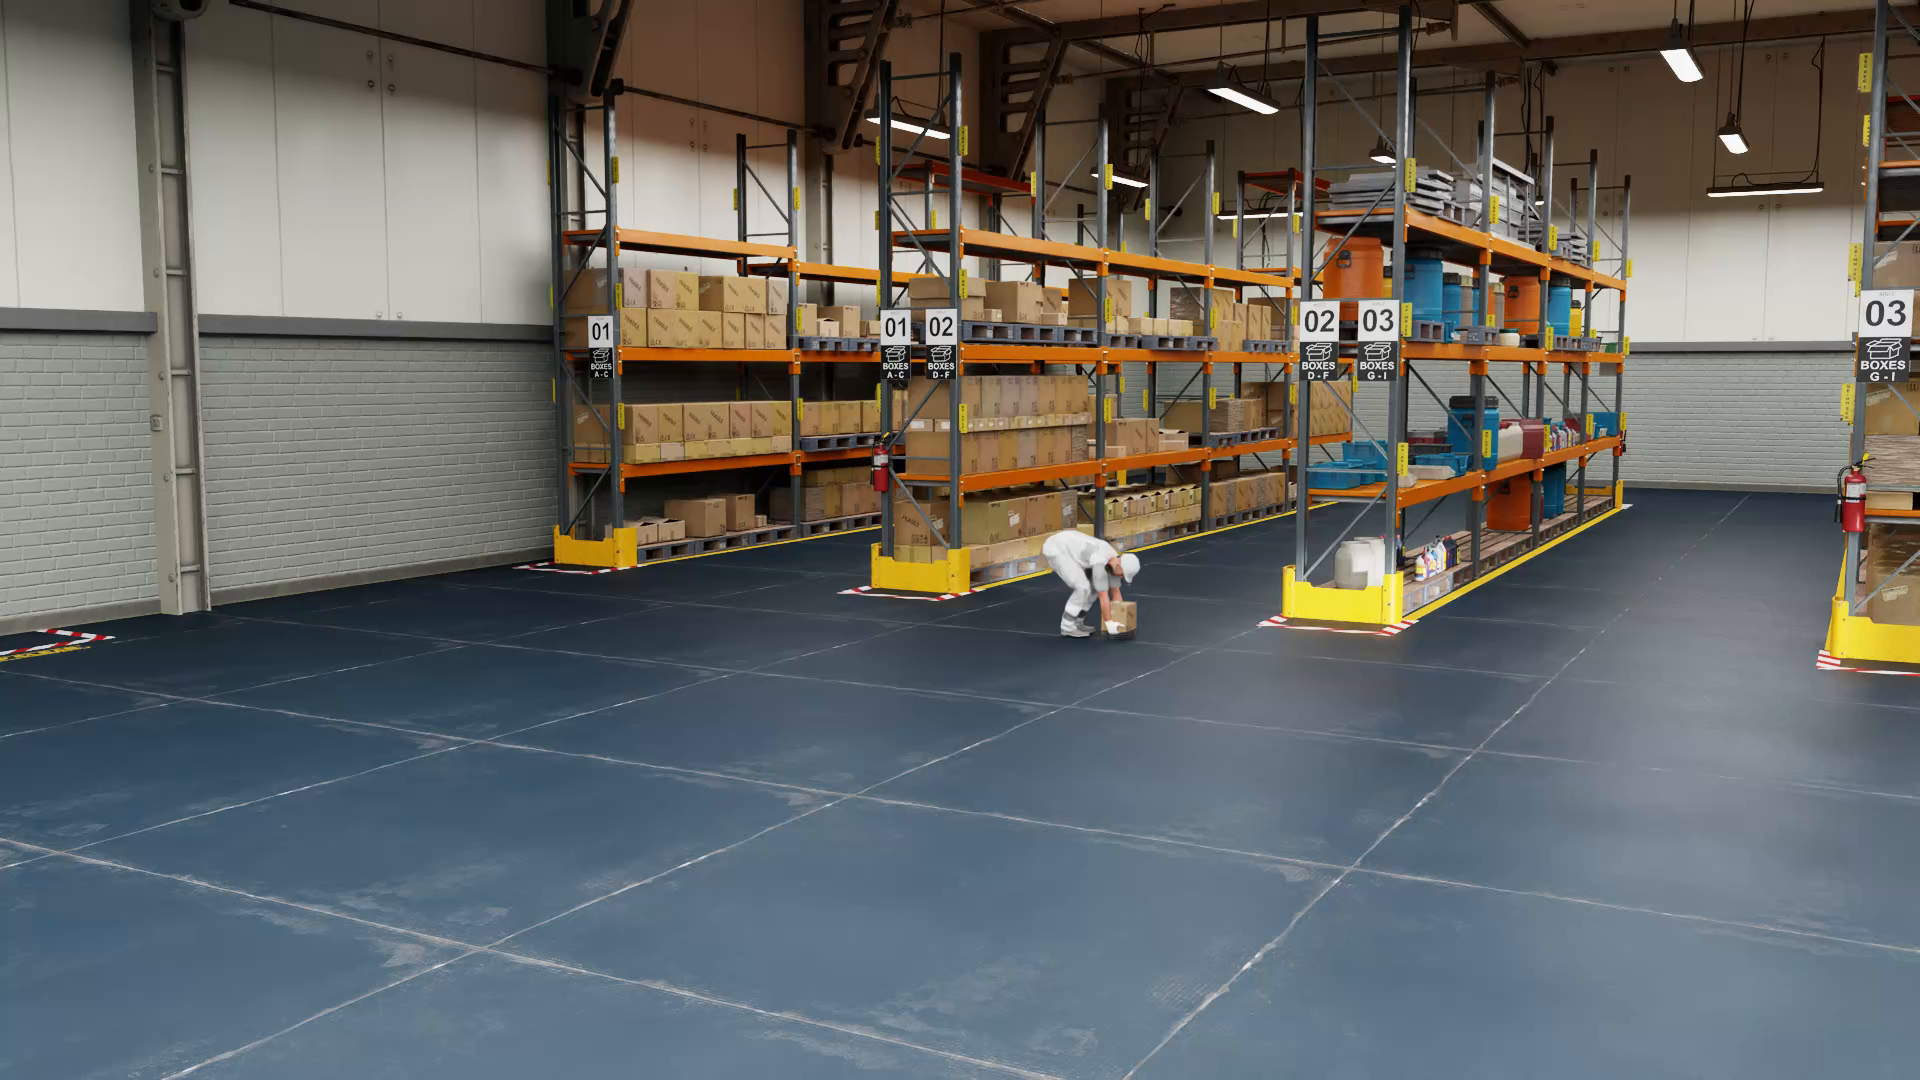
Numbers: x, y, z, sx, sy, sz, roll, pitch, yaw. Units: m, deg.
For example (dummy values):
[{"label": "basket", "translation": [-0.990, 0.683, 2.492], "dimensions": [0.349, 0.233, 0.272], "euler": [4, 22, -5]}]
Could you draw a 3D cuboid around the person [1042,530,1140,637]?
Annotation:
[{"label": "person", "translation": [1.253, 0.417, 15.746], "dimensions": [0.950, 0.997, 0.524], "euler": [3, 7, 26]}]
